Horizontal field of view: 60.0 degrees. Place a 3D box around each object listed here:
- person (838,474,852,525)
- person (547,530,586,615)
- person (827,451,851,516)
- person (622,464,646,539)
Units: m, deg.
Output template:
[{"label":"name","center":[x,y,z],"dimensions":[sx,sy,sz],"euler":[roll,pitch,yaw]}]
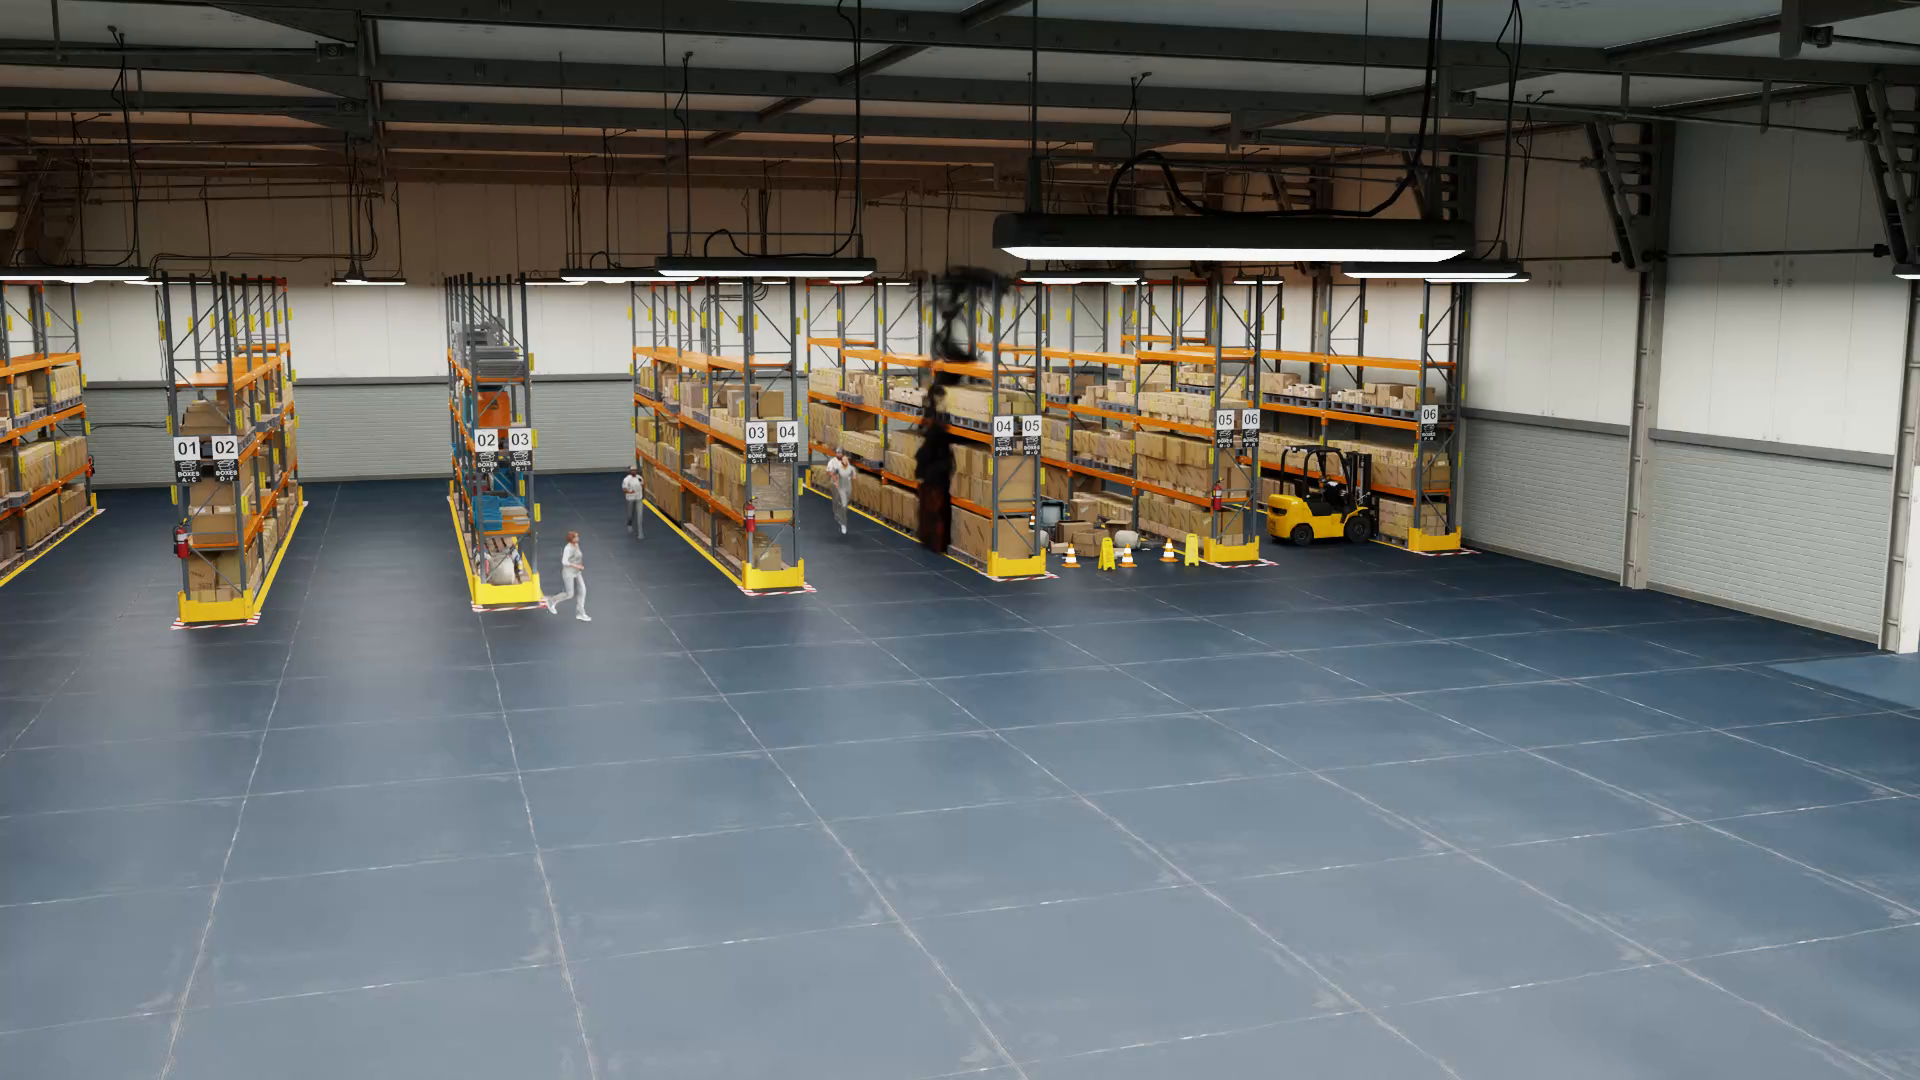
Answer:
[{"label":"person","center":[-2.644,-0.950,37.919],"dimensions":[0.338,1.172,0.561],"euler":[-4,9,-22]},{"label":"person","center":[-6.779,0.567,28.810],"dimensions":[0.789,1.491,0.500],"euler":[2,9,14]},{"label":"person","center":[-6.136,-0.868,36.444],"dimensions":[8.675,1.797,3.219],"euler":[-3,9,-20]},{"label":"person","center":[-7.523,-0.923,38.449],"dimensions":[0.577,1.693,0.941],"euler":[-4,9,-24]}]
